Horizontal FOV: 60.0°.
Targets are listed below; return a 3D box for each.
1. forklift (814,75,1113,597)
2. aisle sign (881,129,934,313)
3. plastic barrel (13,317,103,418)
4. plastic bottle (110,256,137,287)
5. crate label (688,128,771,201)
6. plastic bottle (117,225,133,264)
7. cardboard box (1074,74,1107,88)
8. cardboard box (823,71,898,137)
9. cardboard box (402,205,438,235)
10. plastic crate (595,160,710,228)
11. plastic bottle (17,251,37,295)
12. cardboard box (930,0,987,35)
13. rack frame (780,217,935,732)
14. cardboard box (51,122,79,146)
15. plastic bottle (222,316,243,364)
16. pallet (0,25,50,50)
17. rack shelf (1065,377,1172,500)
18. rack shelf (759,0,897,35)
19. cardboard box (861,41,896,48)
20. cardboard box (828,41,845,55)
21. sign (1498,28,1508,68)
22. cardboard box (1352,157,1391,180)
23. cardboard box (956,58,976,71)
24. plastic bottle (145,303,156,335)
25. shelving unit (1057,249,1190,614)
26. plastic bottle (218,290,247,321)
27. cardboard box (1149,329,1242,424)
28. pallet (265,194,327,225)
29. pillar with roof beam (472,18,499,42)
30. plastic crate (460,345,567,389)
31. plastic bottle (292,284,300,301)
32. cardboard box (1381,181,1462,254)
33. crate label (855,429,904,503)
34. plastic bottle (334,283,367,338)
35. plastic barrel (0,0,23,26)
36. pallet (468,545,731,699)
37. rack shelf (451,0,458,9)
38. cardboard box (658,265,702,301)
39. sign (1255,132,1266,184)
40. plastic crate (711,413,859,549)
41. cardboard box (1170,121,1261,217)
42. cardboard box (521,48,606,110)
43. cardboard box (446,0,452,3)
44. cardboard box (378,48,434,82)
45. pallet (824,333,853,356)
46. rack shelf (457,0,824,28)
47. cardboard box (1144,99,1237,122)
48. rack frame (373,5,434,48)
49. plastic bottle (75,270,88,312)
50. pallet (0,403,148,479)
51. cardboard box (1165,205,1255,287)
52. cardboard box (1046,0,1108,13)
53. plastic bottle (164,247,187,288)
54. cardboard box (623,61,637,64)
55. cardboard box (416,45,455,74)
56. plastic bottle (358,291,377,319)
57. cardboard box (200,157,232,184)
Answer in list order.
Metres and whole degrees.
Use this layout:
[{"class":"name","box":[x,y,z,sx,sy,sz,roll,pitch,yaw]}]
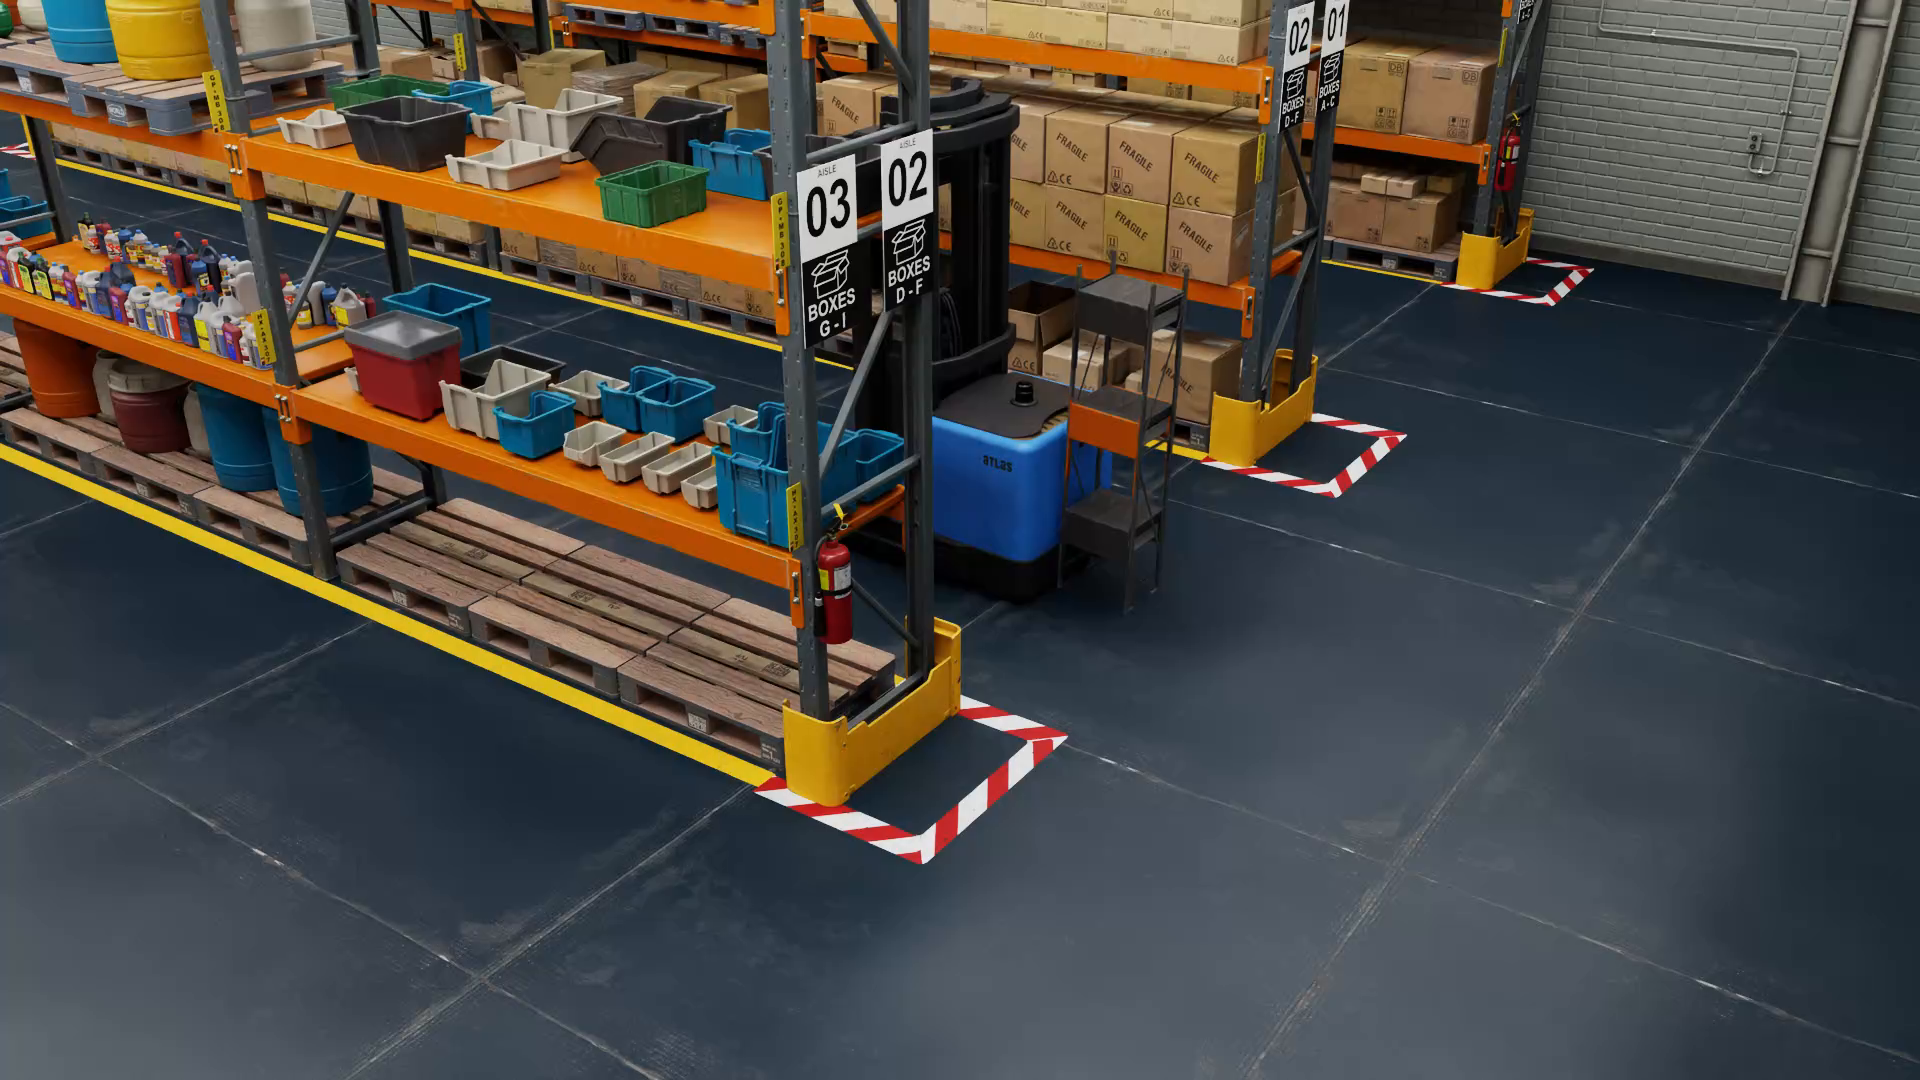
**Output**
[{"class":"forklift","box":[-0.499,-1.475,10.691,3.031,2.935,1.130,19,32,32]},{"class":"aisle sign","box":[-0.242,-1.494,7.786,0.004,0.787,0.394,17,32,30]},{"class":"plastic barrel","box":[-6.651,-1.398,12.393,0.708,0.830,0.600,17,32,30]},{"class":"plastic bottle","box":[-5.642,-1.736,11.182,0.185,0.351,0.144,17,32,30]},{"class":"crate label","box":[-1.047,-1.871,8.250,0.502,0.251,0.408,17,32,30]},{"class":"plastic bottle","box":[-6.053,-2.150,12.082,0.097,0.271,0.097,0,27,0]},{"class":"cardboard box","box":[1.404,-4.852,17.505,0.250,0.149,0.380,18,32,31]},{"class":"cardboard box","box":[-0.730,-3.385,13.155,0.500,0.500,0.500,18,32,32]},{"class":"cardboard box","box":[-5.255,-3.285,16.739,0.500,0.250,0.500,17,31,30]},{"class":"plastic crate","box":[-1.444,-1.632,7.849,0.336,0.188,0.450,17,32,30]},{"class":"plastic bottle","box":[-6.424,-1.843,11.466,0.133,0.283,0.061,17,32,30]},{"class":"cardboard box","box":[0.123,-3.915,12.267,0.500,0.250,0.500,17,32,30]},{"class":"rack frame","box":[-0.469,-0.243,8.194,0.127,3.000,1.000,17,32,30]},{"class":"cardboard box","box":[-10.534,-4.943,19.998,0.500,0.250,0.500,17,32,30]},{"class":"plastic bottle","box":[-4.491,-1.241,10.283,0.133,0.283,0.061,17,32,30]},{"class":"pallet","box":[-6.488,-3.317,11.135,1.213,0.211,1.003,17,32,30]},{"class":"rack shelf","box":[0.955,-0.609,9.918,0.480,0.518,0.431,21,33,31]},{"class":"rack shelf","box":[-2.118,-2.931,8.096,4.000,0.370,1.077,17,32,30]},{"class":"cardboard box","box":[-0.773,-5.828,18.709,0.500,0.500,0.500,18,32,32]},{"class":"cardboard box","box":[-1.314,-5.727,19.224,0.250,0.149,0.380,17,31,30]},{"class":"sign","box":[4.821,-4.369,14.764,0.005,0.325,0.100,17,32,30]},{"class":"cardboard box","box":[4.098,-3.688,16.541,0.250,0.149,0.380,18,32,31]},{"class":"cardboard box","box":[0.169,-5.267,18.321,0.250,0.149,0.380,18,32,32]},{"class":"plastic bottle","box":[-5.213,-1.439,10.764,0.097,0.201,0.097,0,27,0]},{"class":"shelving unit","box":[0.955,-0.621,9.912,0.503,2.100,0.431,21,33,31]},{"class":"plastic bottle","box":[-4.628,-1.415,10.552,0.185,0.351,0.144,17,32,30]},{"class":"cardboard box","box":[1.751,-1.223,12.391,0.500,0.500,0.500,17,32,30]},{"class":"pallet","box":[-6.924,-3.758,18.175,1.213,0.211,1.003,17,32,30]},{"class":"pillar with roof beam","box":[-9.419,-9.263,19.304,0.400,9.000,9.100,17,32,30]},{"class":"plastic crate","box":[-2.692,-0.987,9.893,0.590,0.125,0.437,17,32,30]},{"class":"plastic bottle","box":[-4.394,-1.602,11.083,0.097,0.201,0.097,0,27,0]},{"class":"cardboard box","box":[4.506,-3.162,16.223,0.500,0.500,0.700,17,32,30]},{"class":"crate label","box":[-0.486,-0.381,8.584,0.303,0.233,0.416,17,32,30]},{"class":"plastic bottle","box":[-3.906,-1.470,10.659,0.185,0.351,0.144,17,32,30]},{"class":"plastic barrel","box":[-6.597,-3.865,11.069,0.708,0.830,0.600,17,32,30]},{"class":"pallet","box":[-2.129,0.460,9.887,1.213,0.211,1.003,17,32,30]},{"class":"rack shelf","box":[-5.905,-5.678,16.359,4.000,0.370,1.077,17,32,30]},{"class":"cardboard box","box":[-2.344,-2.481,14.864,0.500,0.500,0.500,18,32,31]},{"class":"sign","box":[2.008,-2.548,11.099,0.005,0.325,0.100,17,32,30]},{"class":"plastic crate","box":[-0.851,-0.301,8.204,0.499,0.435,0.616,17,32,30]},{"class":"cardboard box","box":[1.816,-2.595,11.604,0.500,0.500,0.500,17,32,30]},{"class":"cardboard box","box":[-3.673,-4.260,15.514,0.500,0.500,0.700,7,28,13]},{"class":"cardboard box","box":[-6.558,-7.362,22.325,0.500,0.250,0.500,18,32,31]},{"class":"cardboard box","box":[-5.648,-4.617,16.679,0.500,0.500,0.500,15,31,28]},{"class":"pallet","box":[-0.393,-1.701,14.134,1.213,0.211,1.003,17,32,30]},{"class":"rack shelf","box":[-2.607,-4.651,14.341,4.000,0.370,1.077,17,32,30]},{"class":"cardboard box","box":[1.687,-2.928,12.257,0.500,0.500,0.500,18,32,31]},{"class":"rack frame","box":[-8.049,-8.055,23.545,0.127,3.000,1.000,17,32,30]},{"class":"plastic bottle","box":[-5.858,-1.671,11.142,0.097,0.271,0.097,0,27,0]},{"class":"pallet","box":[-6.390,-0.867,12.496,1.213,0.211,1.003,17,32,30]},{"class":"cardboard box","box":[1.815,-2.151,11.834,0.500,0.500,0.500,18,32,32]},{"class":"cardboard box","box":[0.948,-3.881,11.650,0.500,0.250,0.500,17,32,30]},{"class":"plastic bottle","box":[-5.476,-1.906,11.590,0.133,0.283,0.061,17,32,30]},{"class":"cardboard box","box":[-4.136,-5.927,21.635,0.500,0.500,0.700,19,32,32]},{"class":"cardboard box","box":[-7.529,-6.842,23.640,0.500,0.311,0.500,14,30,25]},{"class":"plastic bottle","box":[-3.827,-1.471,10.737,0.133,0.283,0.061,17,32,30]},{"class":"cardboard box","box":[-8.059,-4.174,18.487,0.500,0.250,0.500,17,32,30]}]
